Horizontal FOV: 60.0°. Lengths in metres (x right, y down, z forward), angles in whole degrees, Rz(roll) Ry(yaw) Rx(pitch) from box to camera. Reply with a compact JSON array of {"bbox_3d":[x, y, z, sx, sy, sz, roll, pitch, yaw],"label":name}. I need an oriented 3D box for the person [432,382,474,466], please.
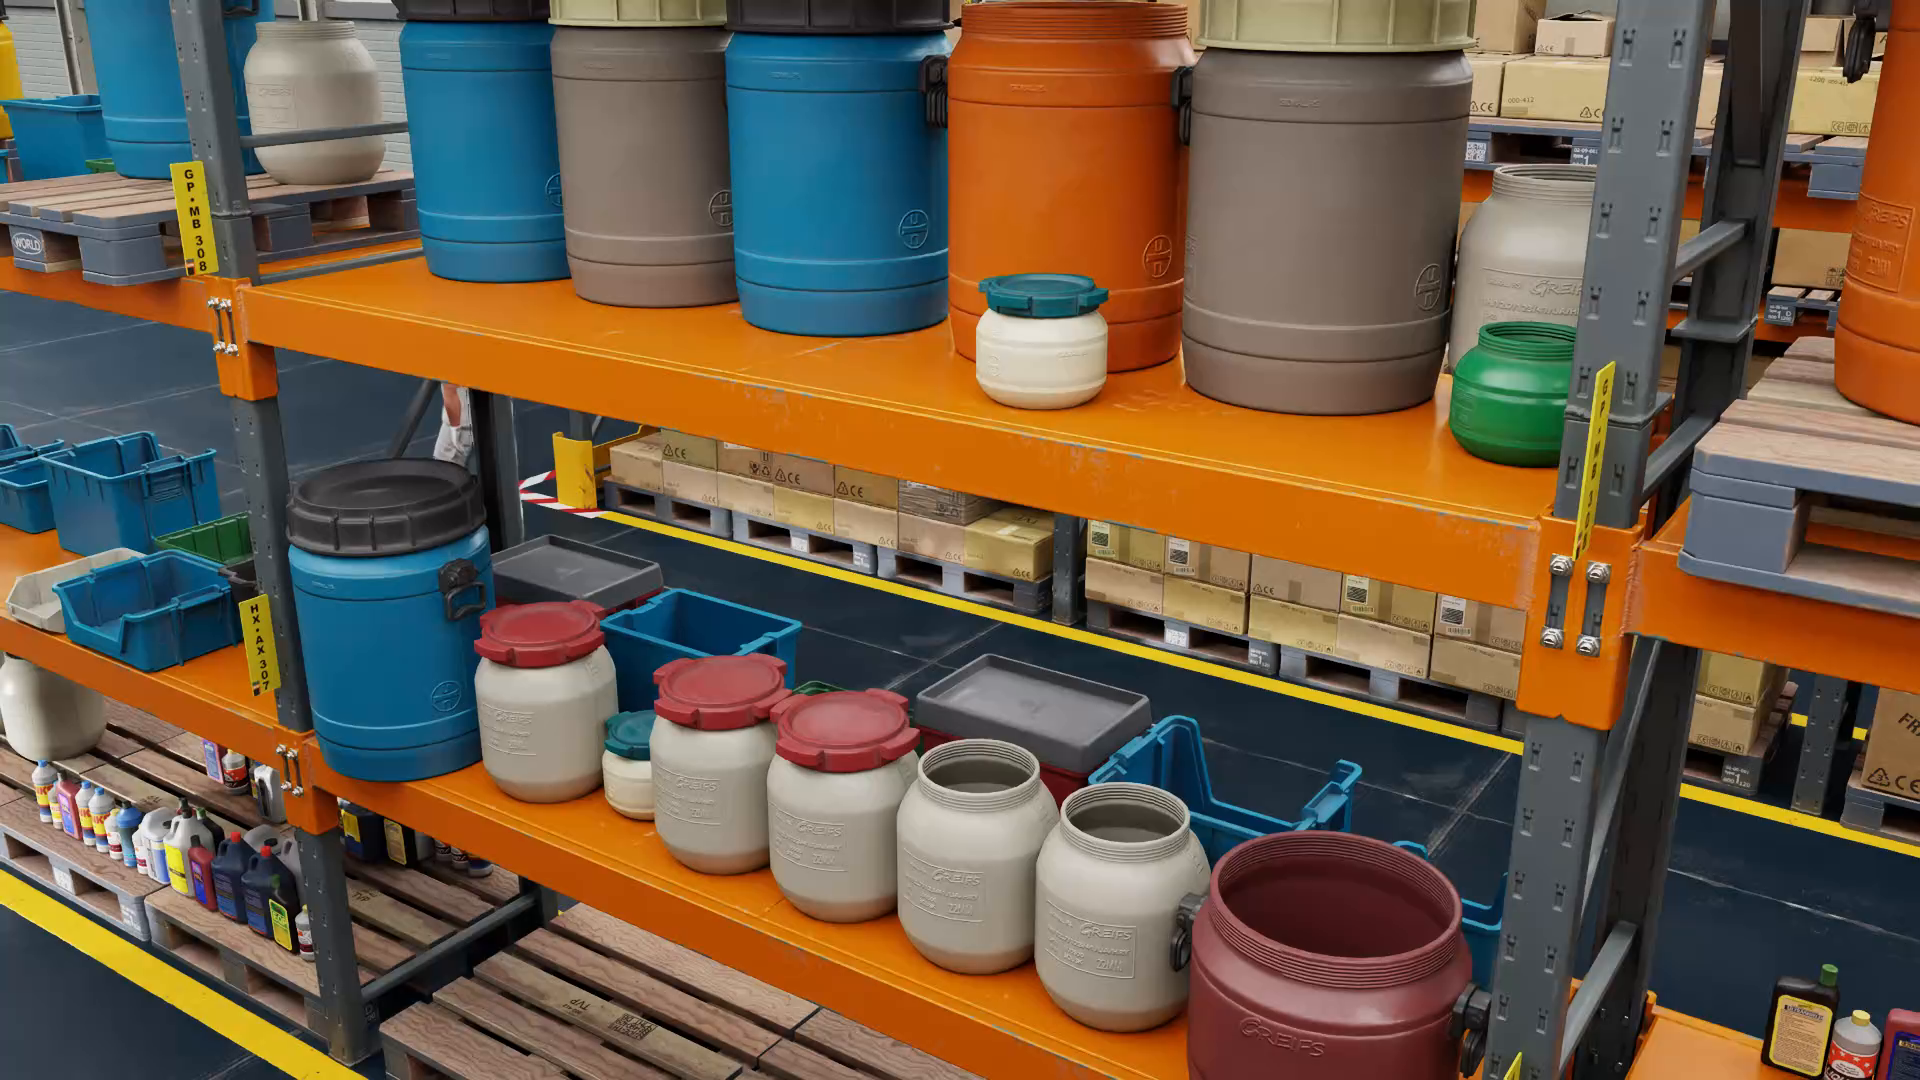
[{"bbox_3d":[-3.183,-0.787,10.706,0.856,1.770,0.528,17,26,40],"label":"person"}]
